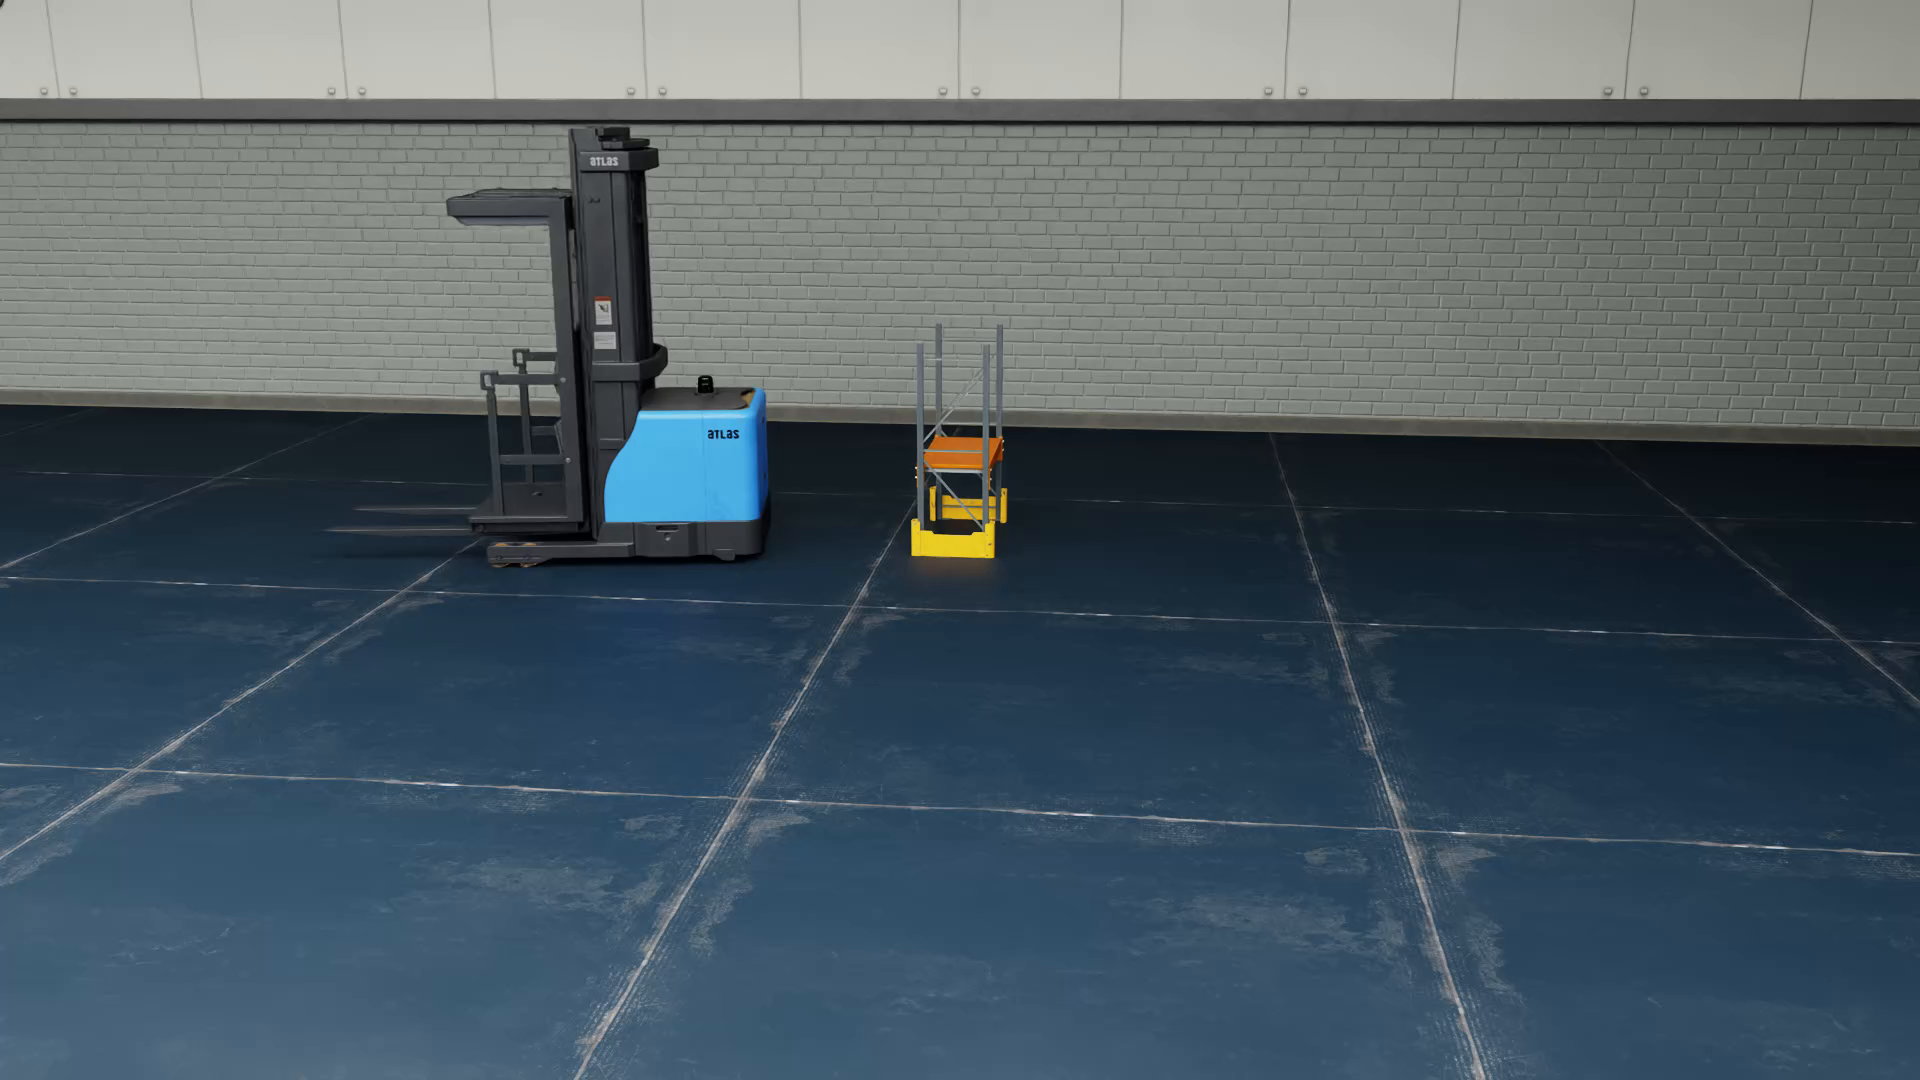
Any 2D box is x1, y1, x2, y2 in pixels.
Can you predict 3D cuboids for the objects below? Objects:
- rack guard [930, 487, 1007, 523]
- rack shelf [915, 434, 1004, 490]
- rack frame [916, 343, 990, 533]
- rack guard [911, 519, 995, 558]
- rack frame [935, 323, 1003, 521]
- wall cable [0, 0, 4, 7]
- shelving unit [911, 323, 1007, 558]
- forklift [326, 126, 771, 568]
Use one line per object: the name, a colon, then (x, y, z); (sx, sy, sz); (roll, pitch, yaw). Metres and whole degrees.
rack guard: (0.065, -0.270, 12.680); (0.587, 0.250, 0.087); (2, 15, 6)
rack shelf: (0.010, -0.572, 12.095); (0.538, 0.185, 1.000); (2, 15, 6)
rack frame: (-0.048, -0.614, 11.561); (0.500, 1.500, 0.032); (2, 15, 6)
rack guard: (-0.048, -0.011, 11.725); (0.587, 0.250, 0.087); (2, 15, 6)
rack frame: (0.067, -0.878, 12.536); (0.500, 1.500, 0.032); (2, 15, 6)
wall cable: (-10.445, -7.409, 15.809); (2.305, 6.003, 0.169); (2, 15, 6)
shelving unit: (0.009, -0.744, 12.039); (0.587, 1.500, 1.083); (2, 15, 6)
forklift: (-2.908, -1.366, 11.600); (3.031, 2.935, 1.130); (-1, 15, -2)
